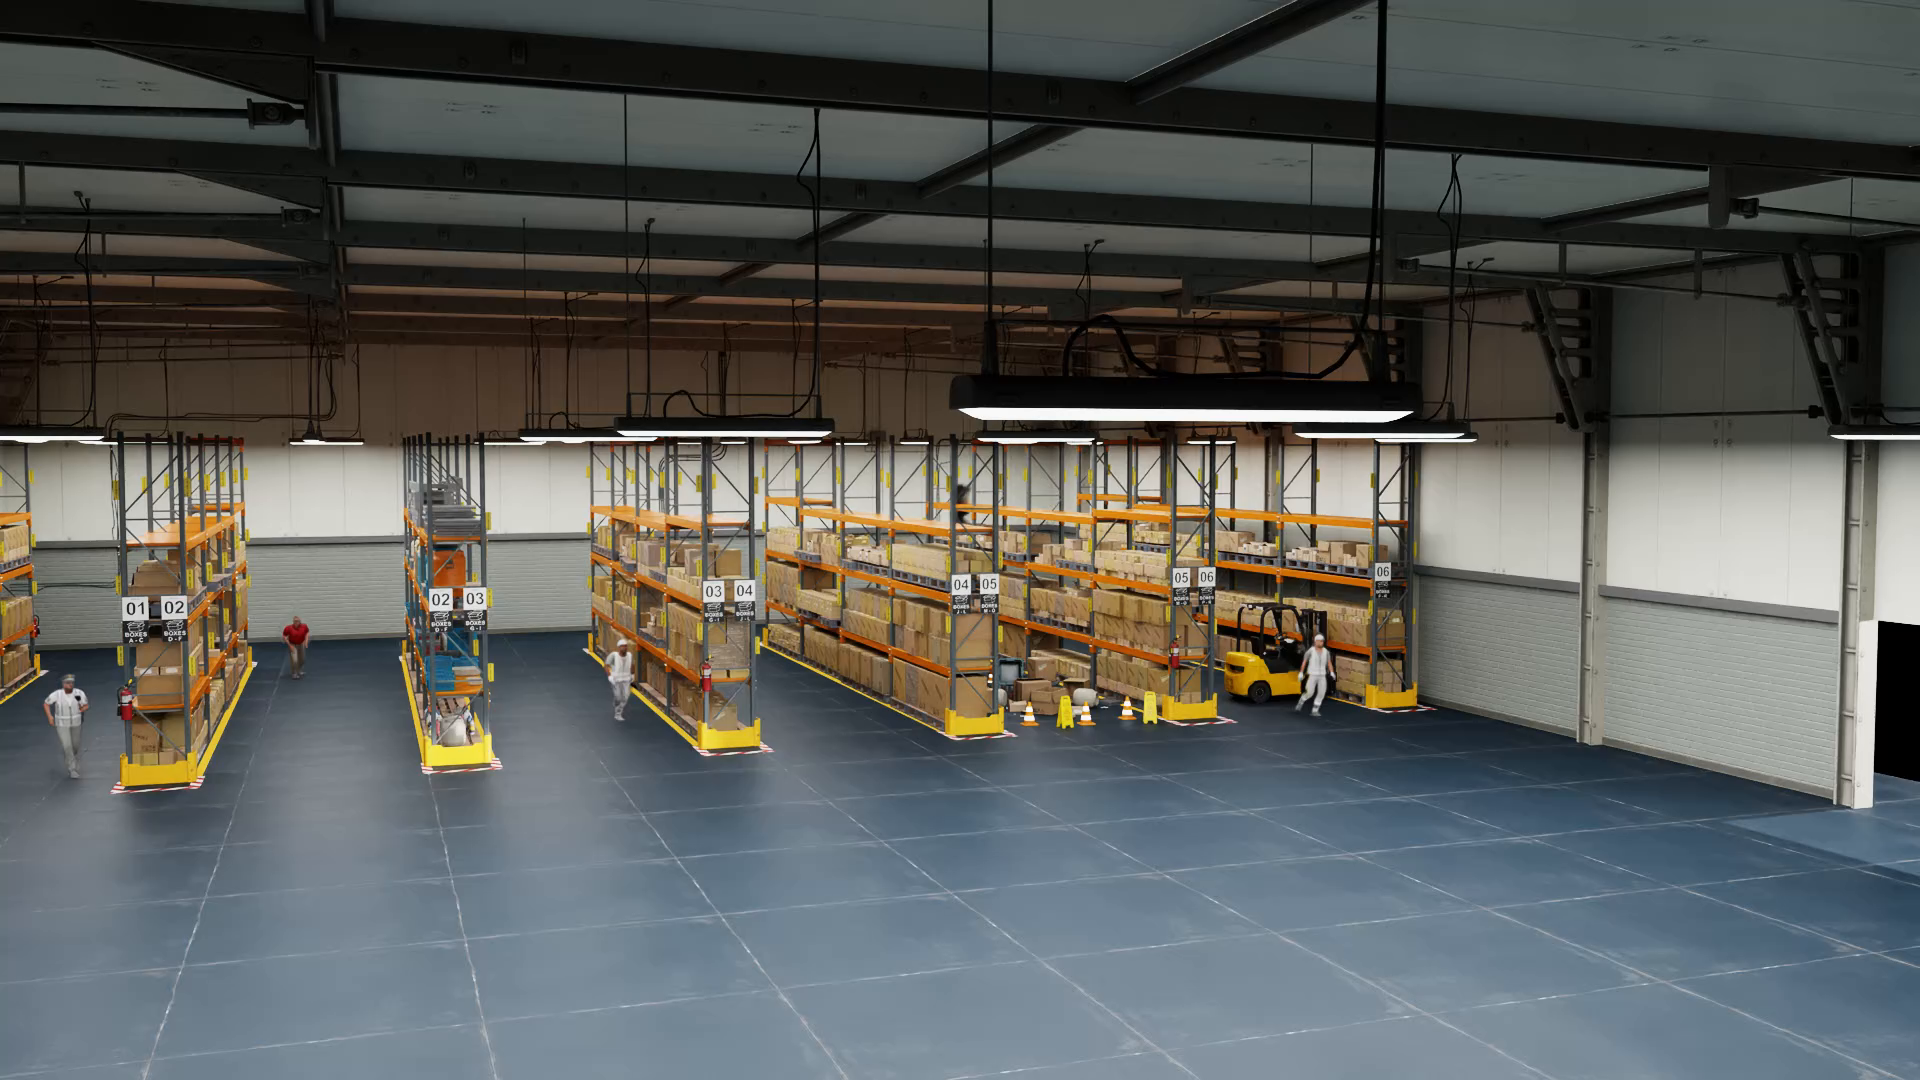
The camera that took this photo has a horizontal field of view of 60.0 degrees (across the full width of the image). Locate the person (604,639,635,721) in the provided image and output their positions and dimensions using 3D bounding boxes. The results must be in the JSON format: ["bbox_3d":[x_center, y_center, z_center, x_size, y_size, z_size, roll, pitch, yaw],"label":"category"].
[{"bbox_3d":[-7.146,2.932,34.928,0.679,1.722,0.585,-2,4,-28],"label":"person"}]

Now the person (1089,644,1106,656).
[{"bbox_3d":[3.627,2.467,43.857,0.617,1.633,0.861,-1,3,-22],"label":"person"}]

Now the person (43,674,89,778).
[{"bbox_3d":[-15.547,3.204,28.978,0.672,1.762,1.010,-3,4,-43],"label":"person"}]

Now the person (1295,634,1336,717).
[{"bbox_3d":[7.564,2.875,35.456,0.703,1.754,0.697,-1,3,-15],"label":"person"}]

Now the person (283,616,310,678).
[{"bbox_3d":[-16.504,2.645,41.347,0.868,1.578,0.706,3,4,43],"label":"person"}]
